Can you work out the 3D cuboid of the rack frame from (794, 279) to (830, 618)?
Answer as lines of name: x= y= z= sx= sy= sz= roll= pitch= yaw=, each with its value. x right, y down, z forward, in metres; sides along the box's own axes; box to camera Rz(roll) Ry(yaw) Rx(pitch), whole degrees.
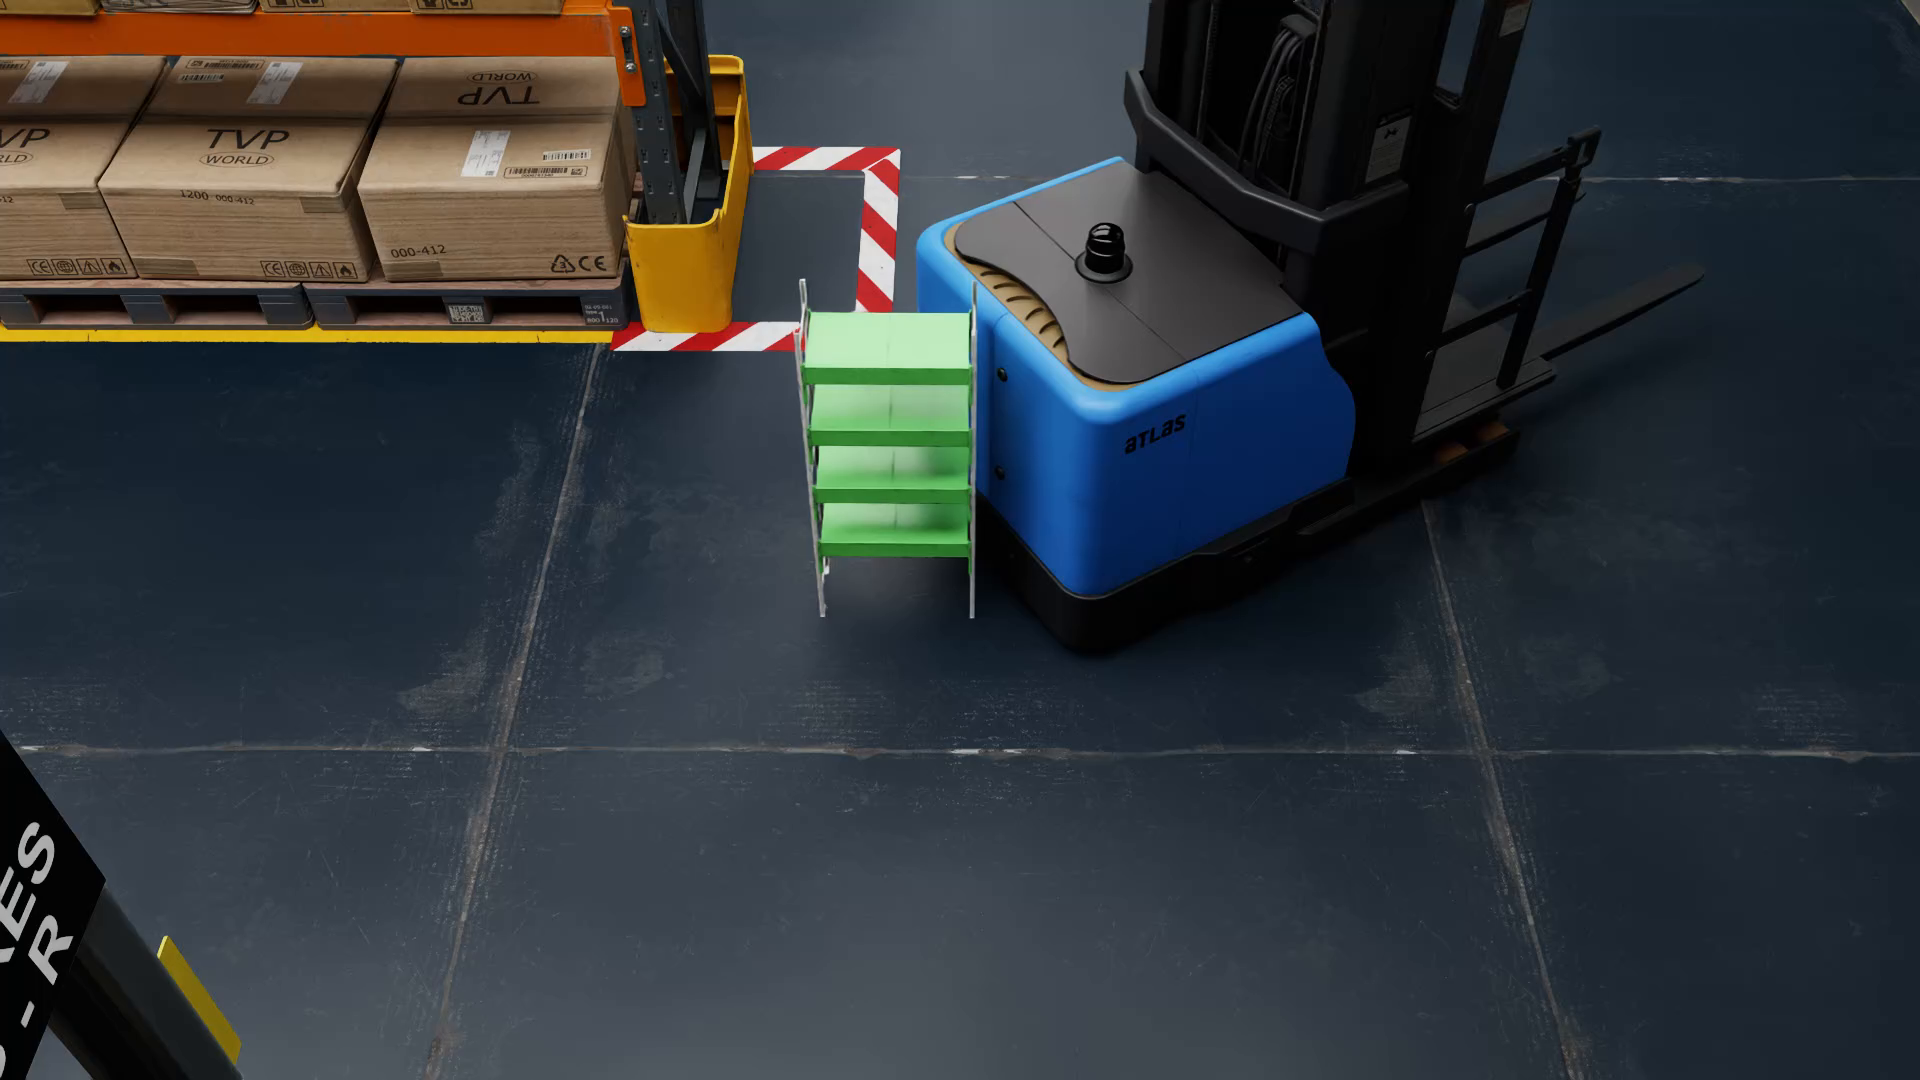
rack frame: x=-0.447 y=-0.243 z=5.074 sx=0.015 sy=1.200 sz=0.240 roll=0 pitch=47 yaw=0

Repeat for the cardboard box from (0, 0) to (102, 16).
cardboard box: x=-3.100 y=-2.089 z=5.494 sx=0.500 sy=0.500 sz=0.500 roll=1 pitch=47 yaw=1

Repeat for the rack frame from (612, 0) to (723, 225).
rack frame: x=-1.084 y=-2.248 z=5.711 sx=0.127 sy=3.000 sz=1.000 roll=0 pitch=47 yaw=0

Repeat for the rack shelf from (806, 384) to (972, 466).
rack shelf: x=-0.203 y=-0.361 z=4.944 sx=0.480 sy=0.148 sz=0.258 roll=0 pitch=47 yaw=0

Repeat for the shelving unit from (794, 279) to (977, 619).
shelving unit: x=-0.203 y=-0.241 z=5.073 sx=0.503 sy=1.200 sz=0.258 roll=0 pitch=47 yaw=0

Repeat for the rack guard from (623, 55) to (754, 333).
rack guard: x=-1.060 y=-1.397 z=6.626 sx=0.348 sy=0.500 sz=1.175 roll=0 pitch=47 yaw=0

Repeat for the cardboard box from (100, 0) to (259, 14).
cardboard box: x=-2.584 y=-2.097 z=5.502 sx=0.500 sy=0.500 sz=0.500 roll=1 pitch=47 yaw=1

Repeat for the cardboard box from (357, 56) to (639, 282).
cardboard box: x=-1.744 y=-1.447 z=6.429 sx=0.875 sy=0.438 sz=0.875 roll=-1 pitch=47 yaw=-1

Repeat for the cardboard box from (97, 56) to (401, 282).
cardboard box: x=-2.660 y=-1.444 z=6.426 sx=0.875 sy=0.438 sz=0.875 roll=1 pitch=47 yaw=1

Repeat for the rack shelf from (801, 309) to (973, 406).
rack shelf: x=-0.203 y=-0.525 z=4.768 sx=0.480 sy=0.148 sz=0.258 roll=0 pitch=47 yaw=0

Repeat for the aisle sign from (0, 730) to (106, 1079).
aisle sign: x=-1.029 y=0.284 z=1.578 sx=0.004 sy=0.787 sz=0.394 roll=0 pitch=47 yaw=0

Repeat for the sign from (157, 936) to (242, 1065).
sign: x=-1.097 y=0.693 z=2.382 sx=0.005 sy=0.325 sz=0.100 roll=0 pitch=47 yaw=0

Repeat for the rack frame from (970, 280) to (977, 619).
rack frame: x=0.041 y=-0.240 z=5.071 sx=0.015 sy=1.200 sz=0.240 roll=0 pitch=47 yaw=0

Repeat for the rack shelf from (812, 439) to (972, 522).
rack shelf: x=-0.203 y=-0.198 z=5.120 sx=0.480 sy=0.148 sz=0.258 roll=0 pitch=47 yaw=0

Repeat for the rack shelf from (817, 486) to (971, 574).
rack shelf: x=-0.203 y=-0.034 z=5.295 sx=0.480 sy=0.148 sz=0.258 roll=0 pitch=47 yaw=0

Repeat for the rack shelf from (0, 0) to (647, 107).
rack shelf: x=-3.084 y=-2.009 z=5.980 sx=4.000 sy=0.370 sz=1.077 roll=0 pitch=47 yaw=0

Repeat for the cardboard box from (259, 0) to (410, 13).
cardboard box: x=-2.069 y=-2.103 z=5.507 sx=0.500 sy=0.500 sz=0.500 roll=-1 pitch=47 yaw=-1

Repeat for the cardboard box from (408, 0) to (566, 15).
cardboard box: x=-1.567 y=-2.090 z=5.496 sx=0.500 sy=0.500 sz=0.500 roll=0 pitch=47 yaw=0

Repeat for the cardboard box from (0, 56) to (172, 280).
cardboard box: x=-3.561 y=-1.447 z=6.429 sx=0.875 sy=0.438 sz=0.875 roll=-1 pitch=47 yaw=-1

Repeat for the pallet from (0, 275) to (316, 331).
pallet: x=-3.101 y=-1.249 z=6.686 sx=1.213 sy=0.211 sz=1.003 roll=0 pitch=47 yaw=0

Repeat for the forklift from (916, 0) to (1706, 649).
forklift: x=1.372 y=-1.486 z=5.049 sx=3.031 sy=2.935 sz=1.130 roll=-25 pitch=52 yaw=-21

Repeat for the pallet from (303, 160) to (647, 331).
pallet: x=-1.884 y=-1.243 z=6.681 sx=1.213 sy=0.211 sz=1.003 roll=0 pitch=47 yaw=0
